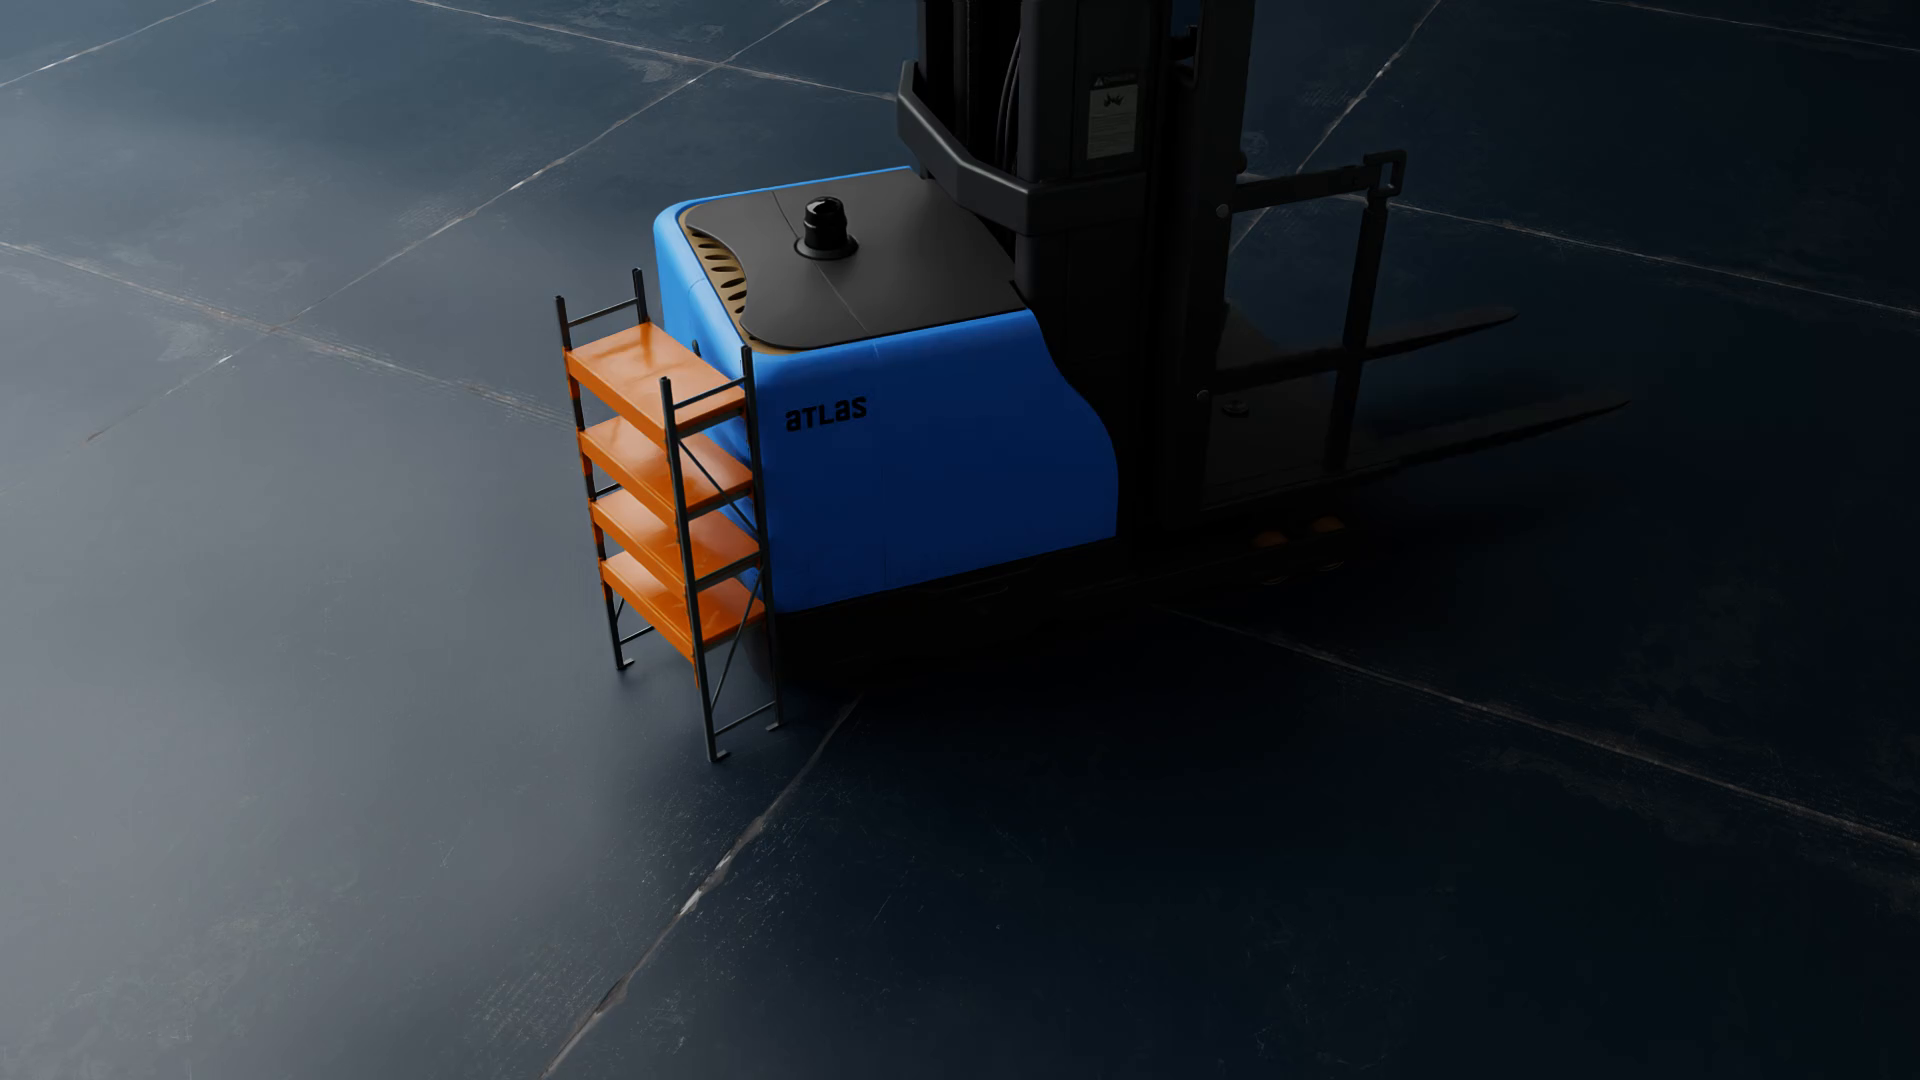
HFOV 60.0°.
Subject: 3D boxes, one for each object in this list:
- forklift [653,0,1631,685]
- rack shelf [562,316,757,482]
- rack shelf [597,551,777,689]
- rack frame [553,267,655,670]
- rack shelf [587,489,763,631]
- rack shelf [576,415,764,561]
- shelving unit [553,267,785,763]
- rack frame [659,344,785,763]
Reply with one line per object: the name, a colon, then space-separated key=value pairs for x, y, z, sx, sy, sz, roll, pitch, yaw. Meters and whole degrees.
forklift: x=0.685 y=-1.315 z=4.559 sx=3.031 sy=2.935 sz=1.130 roll=-13 pitch=39 yaw=-17
rack shelf: x=-0.737 y=-0.355 z=4.075 sx=0.258 sy=0.148 sz=0.480 roll=-27 pitch=45 yaw=-31
rack shelf: x=-0.736 y=0.170 z=4.473 sx=0.258 sy=0.148 sz=0.480 roll=-27 pitch=45 yaw=-31
rack frame: x=-0.892 y=-0.155 z=4.462 sx=0.240 sy=1.200 sz=0.015 roll=-27 pitch=45 yaw=-31
rack shelf: x=-0.736 y=0.012 z=4.353 sx=0.258 sy=0.148 sz=0.480 roll=-27 pitch=45 yaw=-31
rack shelf: x=-0.736 y=-0.166 z=4.218 sx=0.258 sy=0.148 sz=0.480 roll=-27 pitch=45 yaw=-31
shelving unit: x=-0.736 y=-0.042 z=4.313 sx=0.258 sy=1.200 sz=0.503 roll=-27 pitch=45 yaw=-31
rack frame: x=-0.581 y=0.072 z=4.163 sx=0.240 sy=1.200 sz=0.015 roll=-27 pitch=45 yaw=-31
